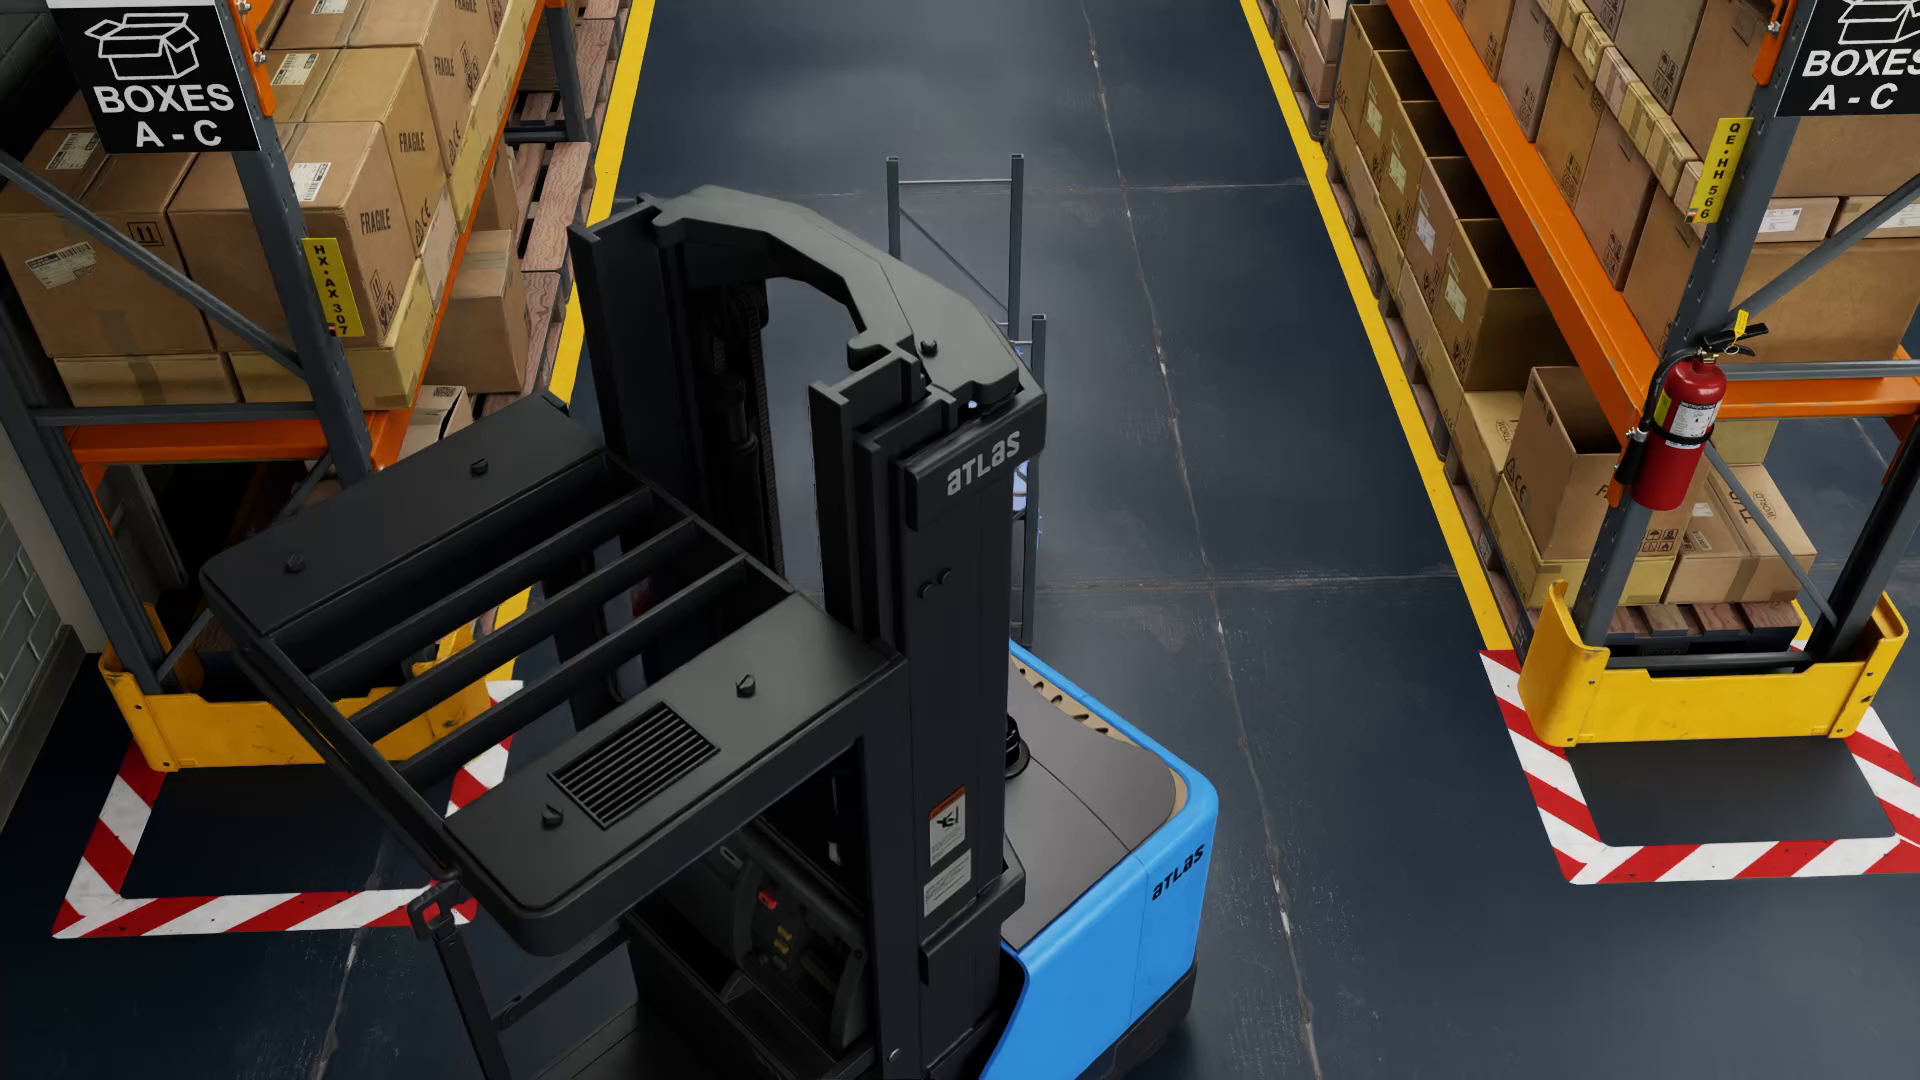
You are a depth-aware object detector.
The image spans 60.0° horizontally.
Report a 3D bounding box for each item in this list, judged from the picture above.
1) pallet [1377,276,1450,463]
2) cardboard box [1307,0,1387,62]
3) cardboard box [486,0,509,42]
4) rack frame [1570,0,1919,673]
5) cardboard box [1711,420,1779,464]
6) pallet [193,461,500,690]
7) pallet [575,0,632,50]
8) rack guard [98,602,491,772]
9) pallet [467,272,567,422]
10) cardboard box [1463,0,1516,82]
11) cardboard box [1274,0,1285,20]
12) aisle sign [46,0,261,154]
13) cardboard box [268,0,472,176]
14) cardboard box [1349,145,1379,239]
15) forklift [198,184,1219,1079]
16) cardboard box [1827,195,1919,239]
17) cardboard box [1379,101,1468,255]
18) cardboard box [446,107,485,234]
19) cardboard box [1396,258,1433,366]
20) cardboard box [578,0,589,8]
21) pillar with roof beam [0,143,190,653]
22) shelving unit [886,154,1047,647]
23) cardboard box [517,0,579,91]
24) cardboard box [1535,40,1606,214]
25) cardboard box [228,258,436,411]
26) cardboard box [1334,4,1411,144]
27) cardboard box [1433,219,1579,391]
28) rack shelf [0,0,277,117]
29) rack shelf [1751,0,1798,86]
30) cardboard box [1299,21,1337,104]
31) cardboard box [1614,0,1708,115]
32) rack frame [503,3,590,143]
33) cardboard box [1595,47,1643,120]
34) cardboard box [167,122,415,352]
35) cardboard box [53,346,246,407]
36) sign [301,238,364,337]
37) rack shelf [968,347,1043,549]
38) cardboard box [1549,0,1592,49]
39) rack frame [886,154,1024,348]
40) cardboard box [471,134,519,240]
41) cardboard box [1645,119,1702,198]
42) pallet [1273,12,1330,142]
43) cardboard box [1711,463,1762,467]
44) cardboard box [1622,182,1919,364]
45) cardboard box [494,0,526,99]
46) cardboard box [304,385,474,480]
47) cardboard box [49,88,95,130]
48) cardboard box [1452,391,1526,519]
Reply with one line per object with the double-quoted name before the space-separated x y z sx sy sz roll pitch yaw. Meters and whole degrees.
"pallet" 2.526 -0.823 7.491 1.003 0.211 1.213 -2 43 -2
"cardboard box" 2.176 -2.827 8.924 0.500 0.311 0.500 -2 43 -2
"cardboard box" -2.103 -2.311 6.592 0.500 0.500 0.500 -3 43 -3
"rack frame" 2.649 -0.514 5.091 1.000 3.000 0.127 -2 43 -2
"cardboard box" 2.826 -0.637 6.395 0.500 0.500 0.500 -2 43 -2
"pallet" -2.302 0.058 6.531 1.003 0.211 1.213 -2 43 -2
"pallet" -2.559 -3.393 10.295 1.003 0.211 1.213 -2 43 -2
"rack guard" -2.303 0.501 5.834 1.175 0.500 0.348 -2 43 -2
"pallet" -2.351 -0.764 7.427 1.003 0.211 1.213 -2 43 -2
"cardboard box" 2.551 -2.257 6.919 0.700 0.500 0.500 -1 43 -1
"cardboard box" 2.130 -3.314 9.870 0.500 0.250 0.500 -1 43 -1
"aisle sign" -1.997 -1.288 4.011 0.394 0.787 0.004 -2 43 -2
"cardboard box" -2.046 -1.612 5.830 0.500 0.500 0.500 -3 43 -3
"cardboard box" 2.212 -1.696 8.105 0.500 0.250 0.500 -2 43 -2
"forklift" -0.689 0.847 3.656 3.031 2.935 1.130 -34 52 -31
"cardboard box" 2.848 -1.061 5.134 0.380 0.149 0.250 -2 43 -2
"cardboard box" 2.229 -1.635 7.483 0.500 0.500 0.500 -2 43 -2
"cardboard box" -2.055 -1.354 6.104 0.500 0.250 0.500 -2 43 -2
"cardboard box" 2.256 -1.021 7.368 0.500 0.250 0.500 -2 43 -2
"cardboard box" -2.571 -3.500 9.873 0.700 0.500 0.500 -1 43 -1
"pillar with roof beam" 1.108 -3.152 3.529 9.100 9.000 0.400 -2 43 -2
"shelving unit" 0.004 -0.495 6.180 0.538 1.500 1.048 -2 43 -2
"cardboard box" -2.517 -2.807 9.117 0.700 0.500 0.500 0 43 0
"cardboard box" 2.600 -1.556 6.154 0.700 0.500 0.500 -1 43 -2
"cardboard box" -2.003 -0.660 5.346 0.500 0.250 0.500 -3 43 -3
"cardboard box" 2.186 -2.310 8.219 0.500 0.500 0.500 -2 43 -2
"cardboard box" 2.272 -0.960 6.746 0.500 0.500 0.500 -2 43 -2
"rack shelf" -2.385 -2.560 5.635 1.077 0.370 4.000 -2 43 -2
"rack shelf" 2.565 -2.705 5.793 1.077 0.370 4.000 -2 43 -2
"cardboard box" 2.172 -2.627 9.120 0.500 0.250 0.500 -2 43 -2
"cardboard box" 2.612 -1.735 5.389 0.700 0.500 0.500 -3 43 -3
"rack frame" -2.470 -3.070 7.879 1.000 3.000 0.127 -2 43 -2
"cardboard box" 2.411 -1.562 5.680 0.380 0.149 0.250 -1 43 -1
"cardboard box" -2.020 -0.929 5.084 0.500 0.500 0.500 -2 43 -2
"cardboard box" -2.513 -0.631 5.315 0.500 0.250 0.500 -1 43 -1
"sign" -1.758 -0.704 4.658 0.100 0.325 0.005 -2 43 -2
"rack shelf" 0.004 -0.363 6.302 0.538 0.185 1.000 -2 43 -2
"cardboard box" 2.386 -1.916 6.067 0.380 0.149 0.250 -1 43 -1
"rack frame" -0.018 -0.838 6.555 0.500 1.500 0.032 -2 43 -2
"cardboard box" -2.385 -1.611 7.812 0.500 0.500 0.500 -5 43 -5
"cardboard box" 2.430 -1.219 5.306 0.380 0.149 0.250 -1 43 -1
"pallet" 2.409 -2.683 9.520 1.003 0.211 1.213 -2 43 -2
"cardboard box" 2.824 -0.361 6.648 0.500 0.250 0.500 -2 43 -2
"cardboard box" 2.642 -0.866 5.401 0.700 0.500 0.500 -2 43 -2
"cardboard box" -2.097 -2.035 6.846 0.500 0.250 0.500 -2 43 -2
"cardboard box" -2.263 -0.395 6.625 0.500 0.311 0.500 2 43 2
"cardboard box" -2.544 -1.250 5.435 0.500 0.500 0.500 -1 43 -1
"cardboard box" 2.298 -0.346 6.632 0.500 0.250 0.500 -2 43 -2
